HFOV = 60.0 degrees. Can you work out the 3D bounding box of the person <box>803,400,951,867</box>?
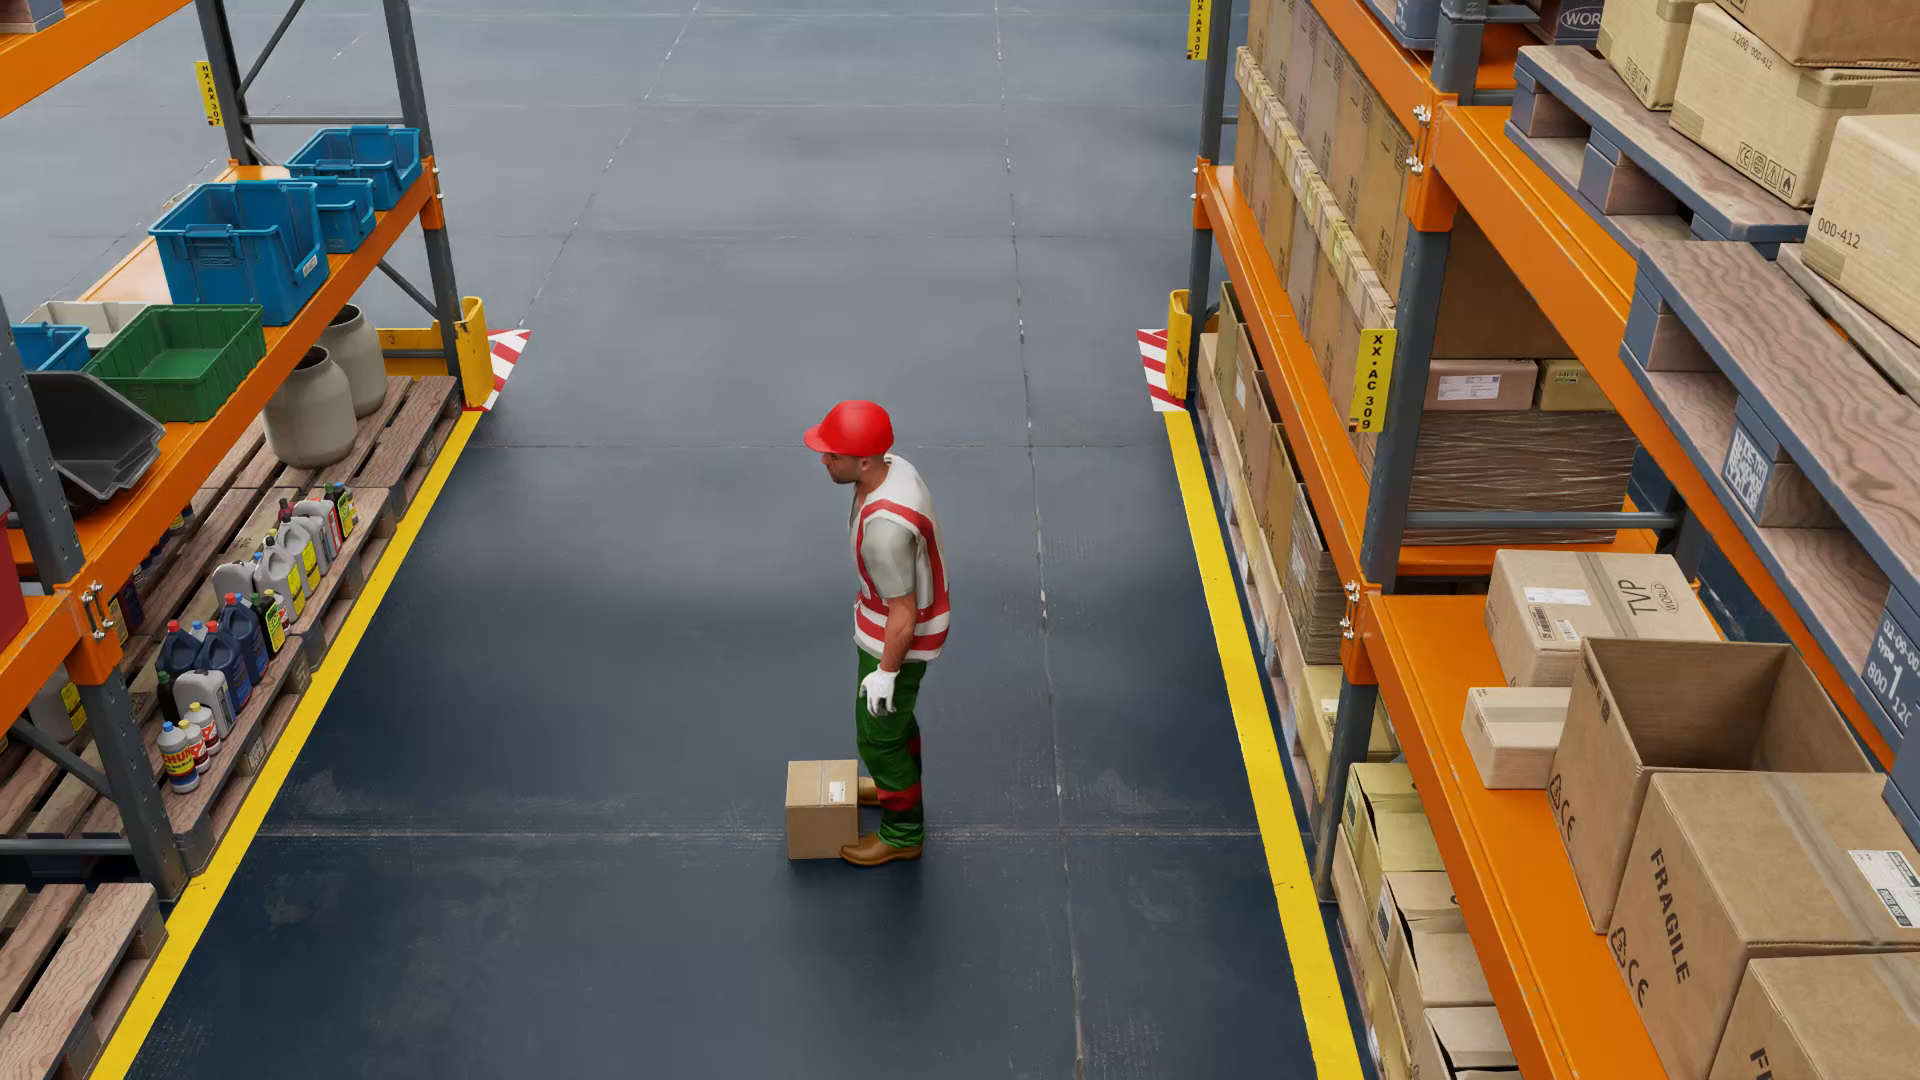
[{"bbox_3d":[-0.264,0.315,5.601,0.453,1.778,0.606,-2,31,-3],"label":"person"}]
